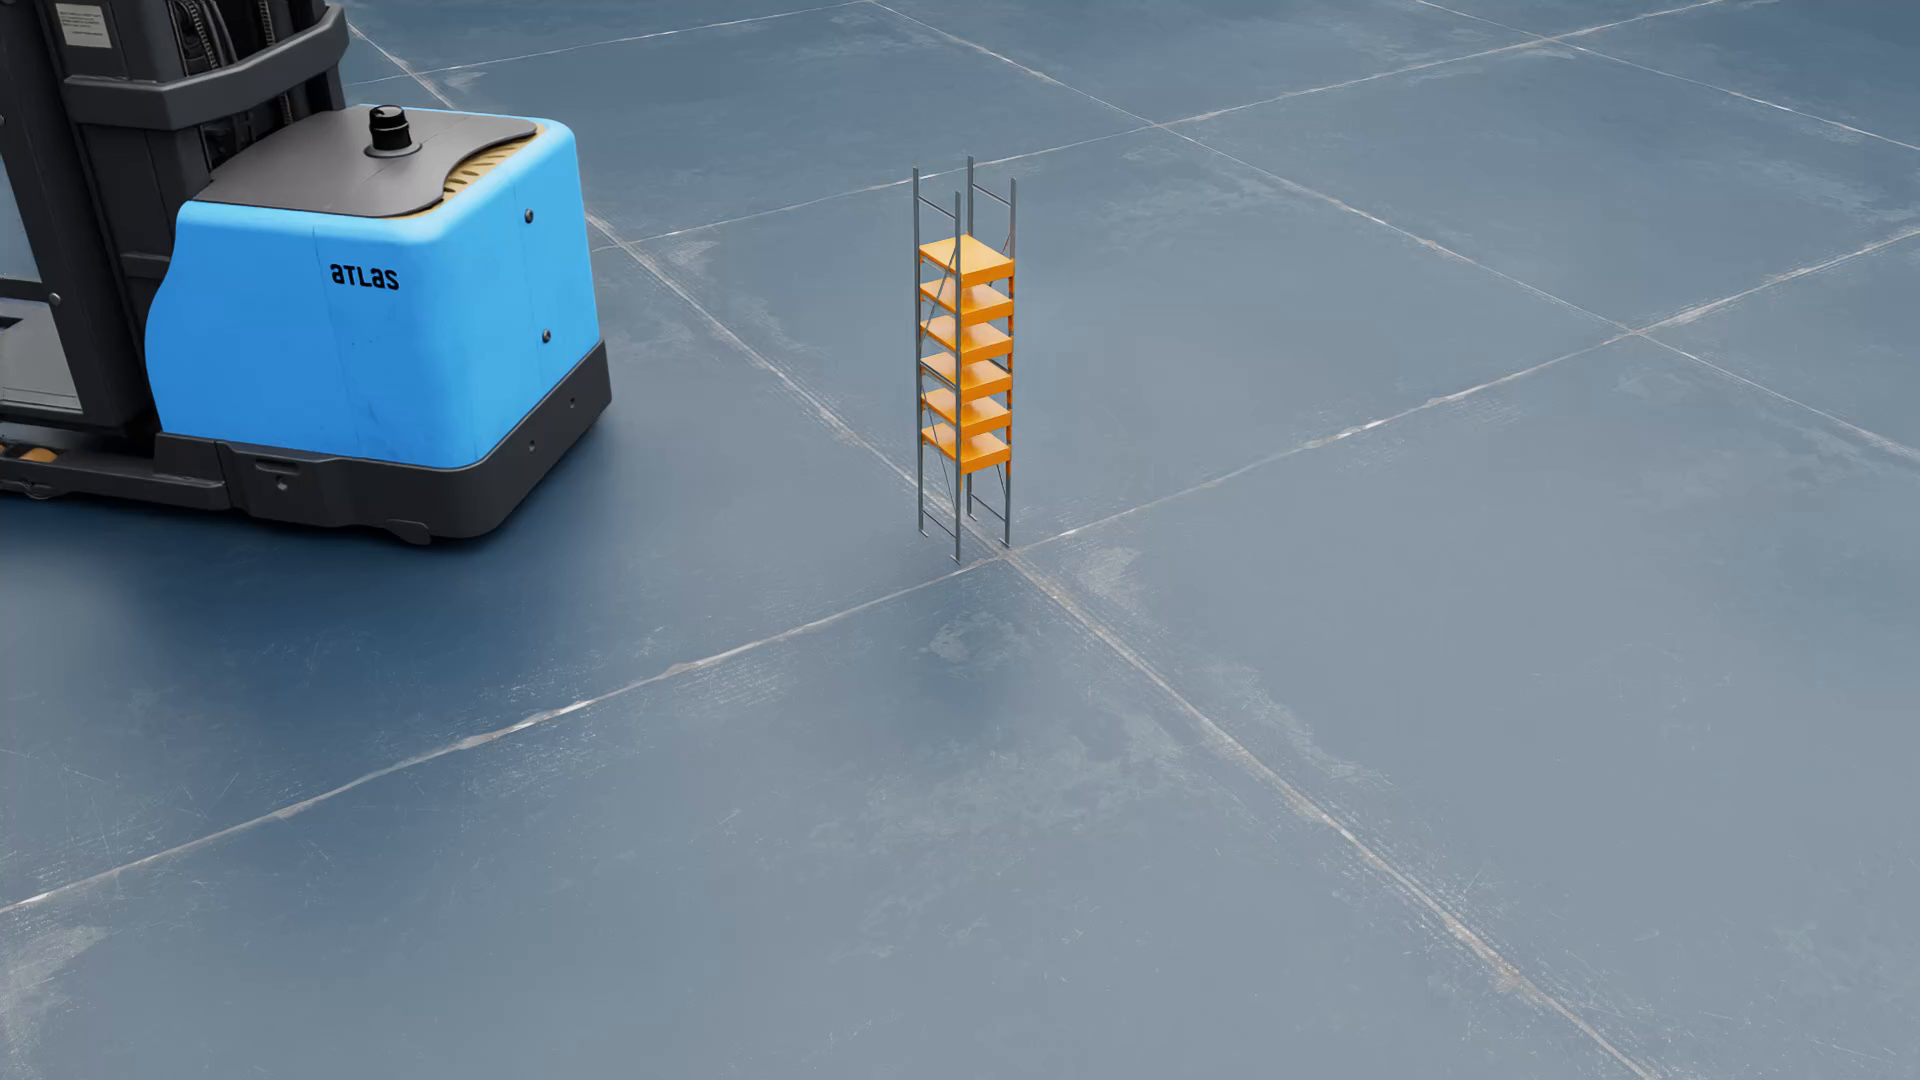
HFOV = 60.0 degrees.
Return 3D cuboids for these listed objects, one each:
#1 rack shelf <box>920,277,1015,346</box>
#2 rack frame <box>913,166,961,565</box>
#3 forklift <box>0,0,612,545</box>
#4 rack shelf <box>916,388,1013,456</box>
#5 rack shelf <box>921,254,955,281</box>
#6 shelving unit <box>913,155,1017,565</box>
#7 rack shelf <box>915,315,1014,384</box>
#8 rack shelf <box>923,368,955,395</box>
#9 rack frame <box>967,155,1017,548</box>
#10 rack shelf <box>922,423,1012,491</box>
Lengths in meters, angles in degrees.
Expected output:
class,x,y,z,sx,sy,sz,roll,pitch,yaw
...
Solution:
class,x,y,z,sx,sy,sz,roll,pitch,yaw
rack shelf,0.012,-0.677,4.832,0.180,0.103,0.258,-19,37,-27
rack frame,-0.065,-0.485,4.895,0.006,1.200,0.240,-19,37,-27
forklift,-2.809,-1.598,5.119,3.031,2.843,1.129,7,33,12
rack shelf,0.012,-0.373,5.024,0.180,0.103,0.258,-19,37,-27
rack shelf,0.012,-0.795,4.758,0.166,0.020,0.199,-19,37,-27
shelving unit,0.012,-0.512,4.937,0.189,1.200,0.258,-19,37,-27
rack shelf,0.012,-0.576,4.896,0.180,0.103,0.258,-19,37,-27
rack shelf,0.012,-0.491,4.950,0.166,0.020,0.199,-19,37,-27
rack frame,0.089,-0.538,4.978,0.006,1.200,0.240,-19,37,-27
rack shelf,0.012,-0.271,5.088,0.180,0.103,0.258,-19,37,-27
